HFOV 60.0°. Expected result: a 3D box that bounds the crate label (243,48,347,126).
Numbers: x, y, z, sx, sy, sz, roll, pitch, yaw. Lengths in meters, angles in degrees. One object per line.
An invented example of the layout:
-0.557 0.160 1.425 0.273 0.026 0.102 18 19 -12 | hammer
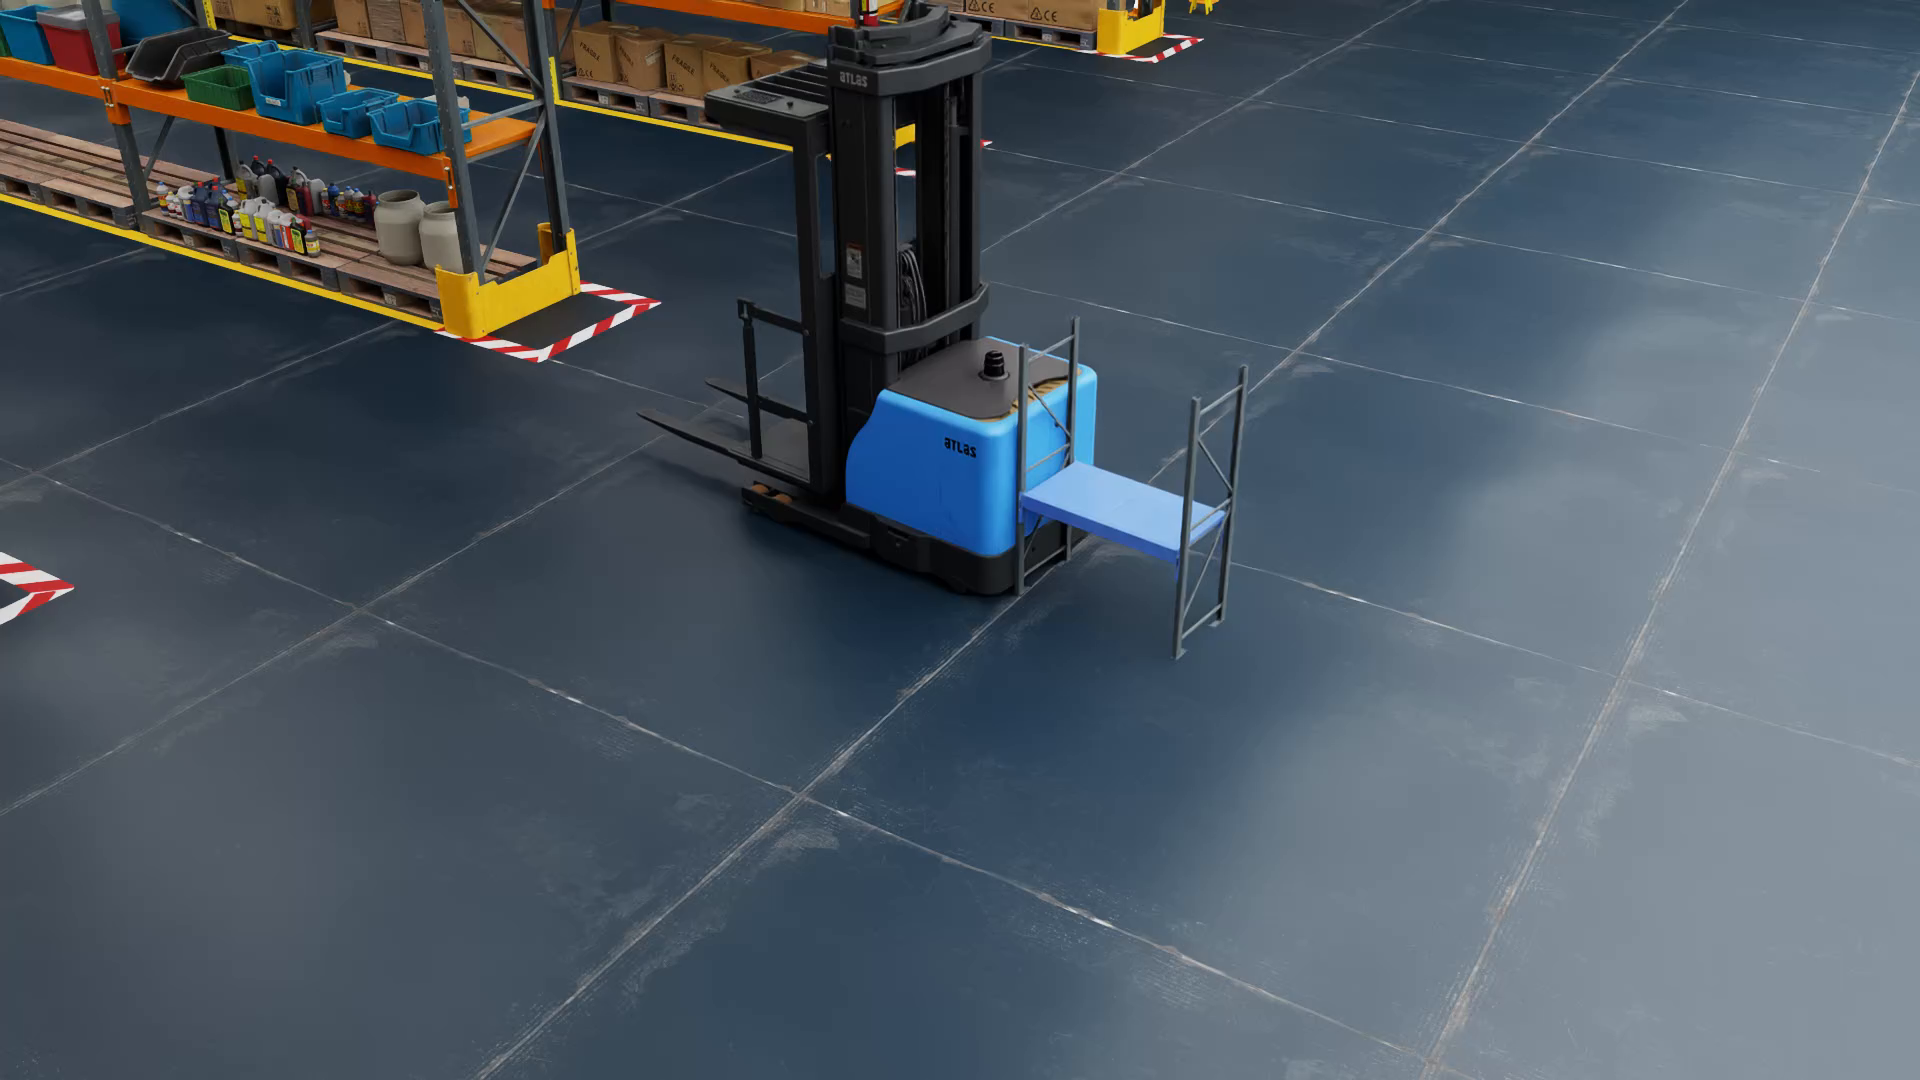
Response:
-5.033 -3.455 12.660 0.616 0.435 0.502 18 35 27 | crate label

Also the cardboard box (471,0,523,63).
-4.988 -5.667 18.532 0.500 0.500 0.700 17 34 27 | cardboard box

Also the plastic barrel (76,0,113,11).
-7.412 -4.542 14.424 0.433 0.535 0.433 0 30 0 | plastic barrel

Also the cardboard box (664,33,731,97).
-2.711 -4.942 17.308 0.500 0.500 0.500 14 33 23 | cardboard box

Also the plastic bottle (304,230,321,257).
-5.119 -2.348 13.139 0.097 0.201 0.097 0 30 0 | plastic bottle

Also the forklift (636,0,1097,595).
-0.692 -1.561 9.517 3.031 2.935 1.130 22 37 32 | forklift

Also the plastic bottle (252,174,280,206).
-5.915 -2.976 14.141 0.135 0.276 0.152 18 35 27 | plastic bottle

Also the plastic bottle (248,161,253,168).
-6.136 -3.162 14.453 0.133 0.283 0.061 19 35 30 | plastic bottle

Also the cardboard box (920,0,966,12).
-0.102 -7.163 20.743 0.875 0.875 0.875 18 35 28 | cardboard box

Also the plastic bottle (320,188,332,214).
-5.334 -2.862 14.020 0.097 0.201 0.097 0 30 0 | plastic bottle

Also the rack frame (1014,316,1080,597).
0.468 -0.437 9.011 0.032 1.500 0.500 22 37 32 | rack frame

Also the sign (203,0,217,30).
-6.417 -4.485 14.187 0.005 0.325 0.100 18 35 27 | sign

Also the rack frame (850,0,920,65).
-0.698 -5.176 15.646 0.127 3.000 1.000 18 35 27 | rack frame

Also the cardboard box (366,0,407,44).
-6.419 -6.115 19.300 0.500 0.500 0.700 15 33 23 | cardboard box

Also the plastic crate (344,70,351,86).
-5.209 -3.693 13.365 0.437 0.136 0.530 18 35 27 | plastic crate

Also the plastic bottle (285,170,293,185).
-5.697 -3.024 14.215 0.133 0.283 0.061 20 36 31 | plastic bottle

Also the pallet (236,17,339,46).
-8.101 -6.358 20.439 1.213 0.211 1.003 18 35 27 | pallet

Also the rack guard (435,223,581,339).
-3.420 -1.983 12.652 0.348 0.500 1.175 18 35 27 | rack guard

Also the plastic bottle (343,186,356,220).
-5.076 -2.811 13.863 0.097 0.271 0.097 0 30 0 | plastic bottle

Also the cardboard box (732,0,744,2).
-2.116 -5.384 16.251 0.250 0.149 0.380 18 35 27 | cardboard box

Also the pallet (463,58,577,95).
-4.746 -5.251 18.541 1.213 0.211 1.003 18 35 27 | pallet

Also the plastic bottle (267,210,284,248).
-5.436 -2.497 13.320 0.135 0.276 0.152 17 34 26 | plastic bottle

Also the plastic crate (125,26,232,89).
-6.343 -3.912 13.541 0.504 0.338 0.767 18 35 27 | plastic crate

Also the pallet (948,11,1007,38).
0.277 -6.569 20.801 1.213 0.211 1.003 18 35 27 | pallet

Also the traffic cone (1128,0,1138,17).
2.330 -6.918 21.150 0.334 0.463 0.336 18 35 27 | traffic cone

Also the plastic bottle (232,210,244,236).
-5.868 -2.585 13.545 0.097 0.201 0.097 0 30 0 | plastic bottle

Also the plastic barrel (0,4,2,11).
-8.765 -4.956 15.158 0.421 0.512 0.421 0 30 0 | plastic barrel

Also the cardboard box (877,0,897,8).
-0.812 -5.246 16.014 0.250 0.149 0.380 18 35 27 | cardboard box

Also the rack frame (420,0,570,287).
-3.331 -3.062 12.022 0.127 3.000 1.000 18 35 27 | rack frame

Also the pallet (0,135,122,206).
-8.442 -3.449 15.453 1.213 0.211 1.003 18 35 27 | pallet

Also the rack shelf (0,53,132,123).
-8.413 -4.359 14.959 4.000 0.370 1.077 18 35 27 | rack shelf

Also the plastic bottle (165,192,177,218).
-6.596 -2.815 13.939 0.097 0.201 0.097 0 30 0 | plastic bottle

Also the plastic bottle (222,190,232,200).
-6.069 -2.765 13.783 0.097 0.271 0.097 0 30 0 | plastic bottle

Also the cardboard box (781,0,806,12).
-1.499 -5.168 15.881 0.250 0.149 0.380 18 35 27 | cardboard box

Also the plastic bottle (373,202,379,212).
-4.788 -2.690 13.724 0.097 0.201 0.097 0 30 0 | plastic bottle

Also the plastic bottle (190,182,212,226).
-6.256 -2.786 13.741 0.185 0.351 0.144 19 35 29 | plastic bottle

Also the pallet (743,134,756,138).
-1.431 -4.225 16.782 1.213 0.211 1.003 18 35 27 | pallet

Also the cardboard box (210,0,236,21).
-8.798 -7.019 20.496 0.875 0.875 1.225 18 35 27 | cardboard box

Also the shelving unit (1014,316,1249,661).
0.868 -0.279 8.740 1.048 1.500 0.538 22 37 32 | shelving unit

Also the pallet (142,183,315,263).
-6.172 -2.732 14.223 1.213 0.211 1.003 18 35 27 | pallet

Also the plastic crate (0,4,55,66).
-7.818 -4.290 14.142 0.575 0.384 0.392 18 35 27 | plastic crate
